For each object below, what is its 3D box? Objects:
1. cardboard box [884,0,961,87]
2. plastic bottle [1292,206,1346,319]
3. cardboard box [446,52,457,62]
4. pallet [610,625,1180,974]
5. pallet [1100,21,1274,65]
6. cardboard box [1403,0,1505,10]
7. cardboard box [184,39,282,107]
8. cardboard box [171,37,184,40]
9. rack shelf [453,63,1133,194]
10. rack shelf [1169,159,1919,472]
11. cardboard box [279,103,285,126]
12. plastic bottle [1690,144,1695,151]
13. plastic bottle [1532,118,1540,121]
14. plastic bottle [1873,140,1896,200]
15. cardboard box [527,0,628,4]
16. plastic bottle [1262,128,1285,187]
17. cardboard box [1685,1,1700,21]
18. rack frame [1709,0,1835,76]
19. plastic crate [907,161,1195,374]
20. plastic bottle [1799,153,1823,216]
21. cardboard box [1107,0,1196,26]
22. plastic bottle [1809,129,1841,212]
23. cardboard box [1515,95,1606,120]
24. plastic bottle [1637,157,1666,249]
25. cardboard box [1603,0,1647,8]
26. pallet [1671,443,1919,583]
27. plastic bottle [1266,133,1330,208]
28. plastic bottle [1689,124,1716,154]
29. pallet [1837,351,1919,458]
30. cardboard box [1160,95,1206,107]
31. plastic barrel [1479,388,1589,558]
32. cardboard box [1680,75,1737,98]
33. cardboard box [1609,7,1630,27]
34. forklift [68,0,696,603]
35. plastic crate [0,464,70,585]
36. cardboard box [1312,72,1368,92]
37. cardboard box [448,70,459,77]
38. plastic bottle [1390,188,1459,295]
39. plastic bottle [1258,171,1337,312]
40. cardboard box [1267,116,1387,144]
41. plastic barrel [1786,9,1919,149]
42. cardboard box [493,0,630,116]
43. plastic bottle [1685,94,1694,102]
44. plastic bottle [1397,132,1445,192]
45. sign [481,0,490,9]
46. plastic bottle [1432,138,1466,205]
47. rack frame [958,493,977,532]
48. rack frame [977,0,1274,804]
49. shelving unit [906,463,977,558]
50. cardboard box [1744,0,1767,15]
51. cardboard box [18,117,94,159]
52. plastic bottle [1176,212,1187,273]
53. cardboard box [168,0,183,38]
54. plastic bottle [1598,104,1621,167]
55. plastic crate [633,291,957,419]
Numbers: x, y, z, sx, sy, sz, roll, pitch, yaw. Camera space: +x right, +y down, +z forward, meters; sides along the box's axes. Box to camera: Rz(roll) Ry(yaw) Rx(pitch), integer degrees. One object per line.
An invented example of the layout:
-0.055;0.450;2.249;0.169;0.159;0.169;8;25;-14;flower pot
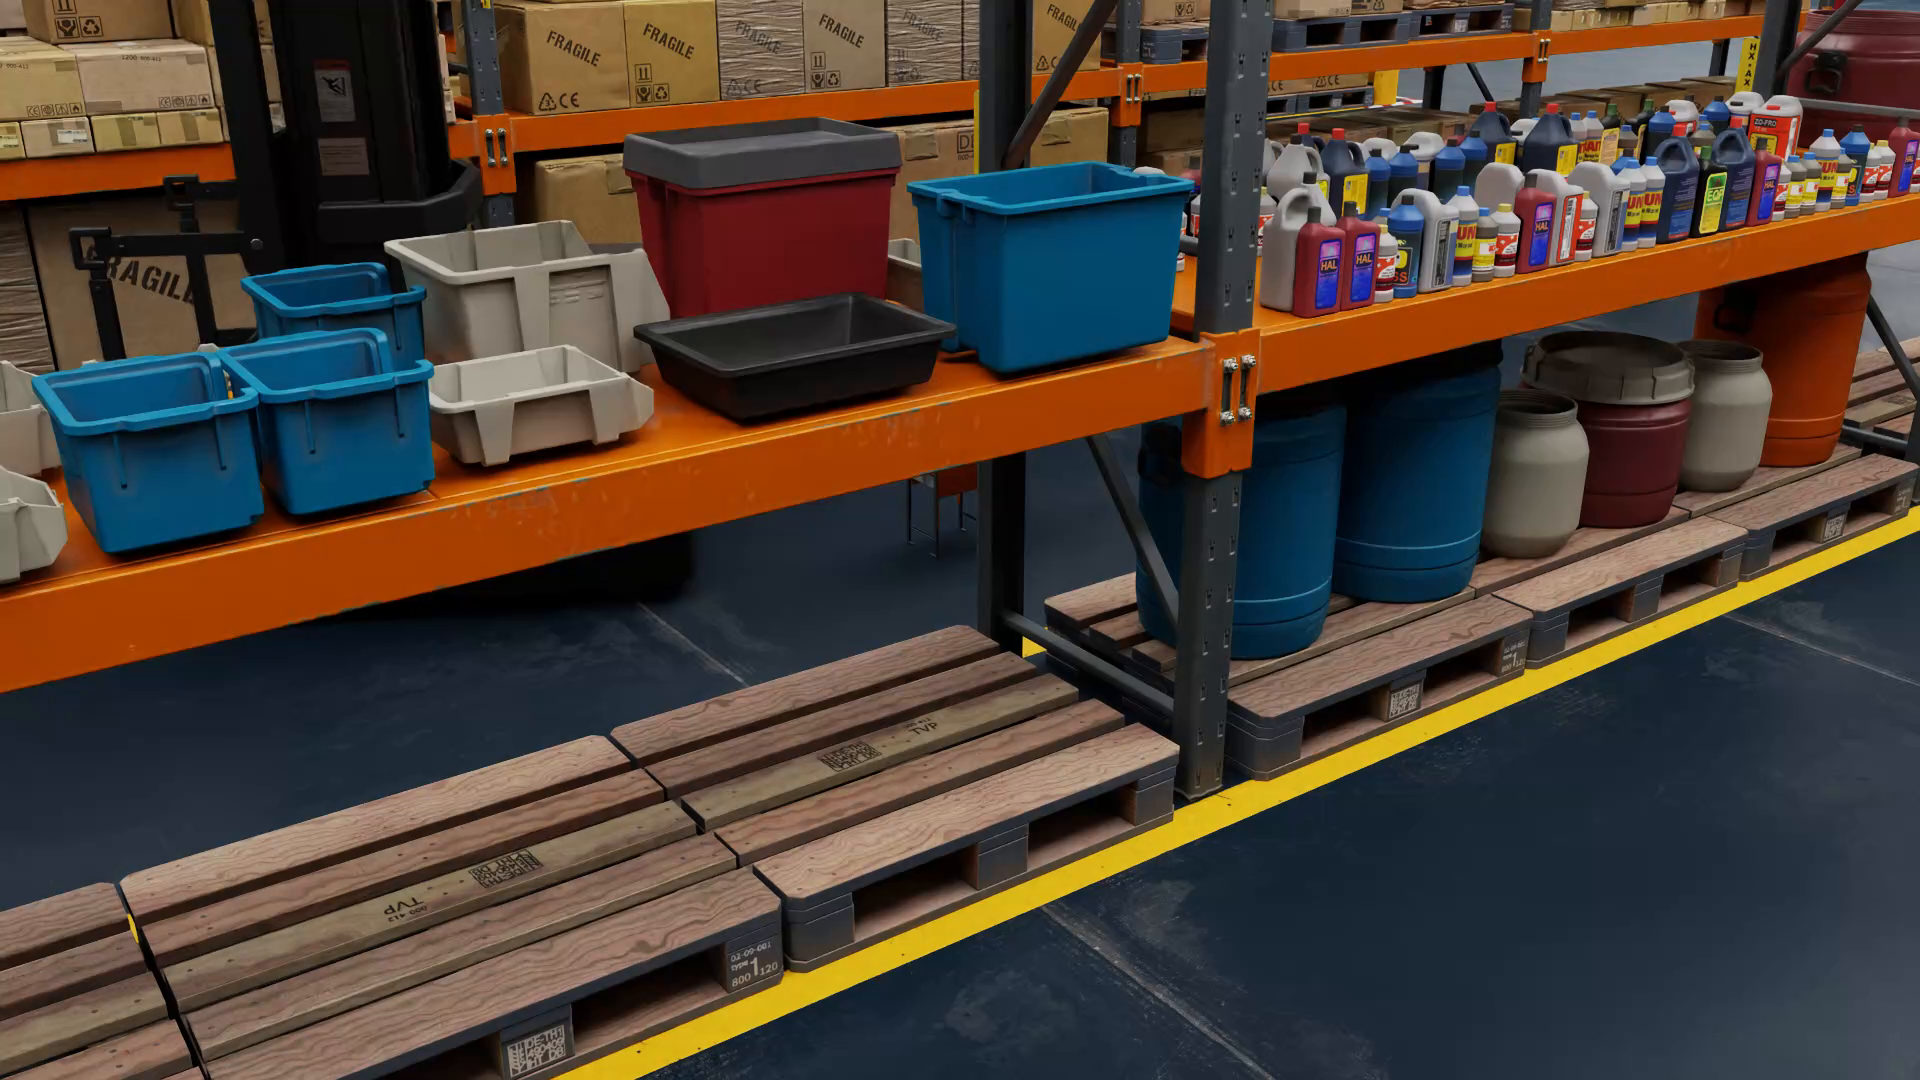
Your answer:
-0.338;-2.832;9.312;0.500;0.500;0.500;-16;27;-35;cardboard box
0.938;-0.728;4.331;0.133;0.283;0.061;-15;26;-33;plastic bottle
-5.651;-5.252;17.811;0.875;0.875;0.875;-15;26;-33;cardboard box
-0.183;0.635;4.520;1.213;0.211;1.003;-15;26;-33;pallet
1.262;-3.284;10.838;1.003;0.211;1.213;-15;26;-33;pallet
3.266;-4.397;11.991;1.000;1.000;1.000;-15;26;-33;cardboard box
-3.125;-2.102;7.419;0.500;0.250;0.500;-14;26;-31;cardboard box
-3.442;-2.261;7.815;0.500;0.250;0.500;-15;26;-33;cardboard box
-0.878;-2.420;9.384;4.000;0.370;1.077;-15;26;-33;rack shelf
2.015;-0.930;5.650;4.000;0.370;1.077;-15;26;-33;rack shelf
-2.975;-1.929;7.521;0.250;0.149;0.380;-15;26;-34;cardboard box
2.337;-1.129;5.335;0.133;0.283;0.061;-15;26;-33;plastic bottle
2.051;-1.374;5.965;0.097;0.271;0.097;0;22;0;plastic bottle
3.267;-1.319;5.923;0.097;0.201;0.097;0;22;0;plastic bottle
-1.988;-2.974;8.314;0.637;0.503;0.797;-16;27;-34;cardboard box
0.946;-1.106;5.186;0.185;0.351;0.144;-15;26;-33;plastic bottle
5.729;-4.289;13.435;0.250;0.149;0.380;-15;26;-33;cardboard box
7.239;-4.918;14.675;0.127;3.000;1.000;-15;26;-33;rack frame
0.211;-0.648;3.913;0.575;0.384;0.392;-15;26;-33;plastic crate
2.872;-1.214;5.659;0.097;0.201;0.097;0;22;0;plastic bottle
1.161;-3.557;10.562;0.500;0.500;0.500;-19;29;-39;cardboard box
2.951;-1.267;5.699;0.097;0.271;0.097;0;22;0;plastic bottle
4.801;-3.288;13.394;0.500;0.500;0.500;-7;23;-16;cardboard box
2.118;-1.045;5.142;0.097;0.271;0.097;0;22;0;plastic bottle
4.820;-4.414;12.874;0.500;0.500;0.875;-15;26;-33;cardboard box
3.023;-0.218;6.659;1.213;0.211;1.003;-15;26;-33;pallet
1.030;-1.062;5.077;0.185;0.351;0.144;-15;26;-33;plastic bottle
2.811;-1.474;6.312;0.097;0.201;0.097;0;22;0;plastic bottle
4.290;-0.558;7.509;1.213;0.211;1.003;-15;26;-33;pallet
1.697;-2.850;11.260;0.500;0.250;0.500;-12;25;-27;cardboard box
1.928;-0.232;5.720;0.421;0.512;0.421;0;22;0;plastic barrel
6.723;-3.822;14.734;0.500;0.500;0.500;-10;24;-23;cardboard box
4.937;-4.062;12.867;0.250;0.149;0.380;-15;26;-33;cardboard box
-2.503;-1.259;5.598;3.031;2.935;1.130;-3;22;-8;forklift
-1.604;-0.016;2.665;0.298;0.136;0.250;-15;26;-33;plastic crate
3.913;-5.474;18.368;0.875;0.875;0.875;-15;26;-33;cardboard box
-3.715;-3.523;12.972;0.500;0.250;0.500;-14;26;-31;cardboard box
1.286;-0.838;4.617;0.135;0.276;0.152;-15;26;-33;plastic bottle
0.899;-0.796;4.409;0.185;0.351;0.144;-15;26;-33;plastic bottle
2.629;-2.751;12.022;0.500;0.500;0.700;-18;28;-37;cardboard box
3.838;-1.952;7.056;0.708;0.536;0.600;-15;26;-33;plastic barrel
-1.982;-2.392;8.208;0.500;0.500;0.500;-15;26;-33;cardboard box
2.805;-1.589;6.488;0.133;0.283;0.061;-15;26;-33;plastic bottle
1.526;-1.224;5.583;0.135;0.276;0.152;-15;26;-33;plastic bottle
-2.176;-2.593;7.573;0.005;0.325;0.100;-15;26;-33;sign
1.614;-1.188;5.500;0.097;0.271;0.097;0;22;0;plastic bottle
0.056;-0.502;6.239;0.008;1.050;0.200;-15;26;-33;rack frame
0.391;-0.831;4.432;0.127;3.000;1.000;-15;26;-33;rack frame
-0.043;-0.476;6.173;0.252;1.050;0.215;-15;26;-33;shelving unit
6.541;-4.505;13.978;0.250;0.149;0.380;-15;26;-33;cardboard box
-3.808;-1.707;6.965;0.250;0.149;0.380;-14;26;-32;cardboard box
0.610;-0.888;4.842;0.097;0.201;0.097;0;22;0;plastic bottle
-3.444;-2.607;7.671;0.500;0.500;0.500;-15;26;-33;cardboard box
2.400;-1.481;6.218;0.133;0.283;0.061;-15;26;-33;plastic bottle
-0.360;-0.408;3.662;0.590;0.125;0.437;-15;26;-33;plastic crate
